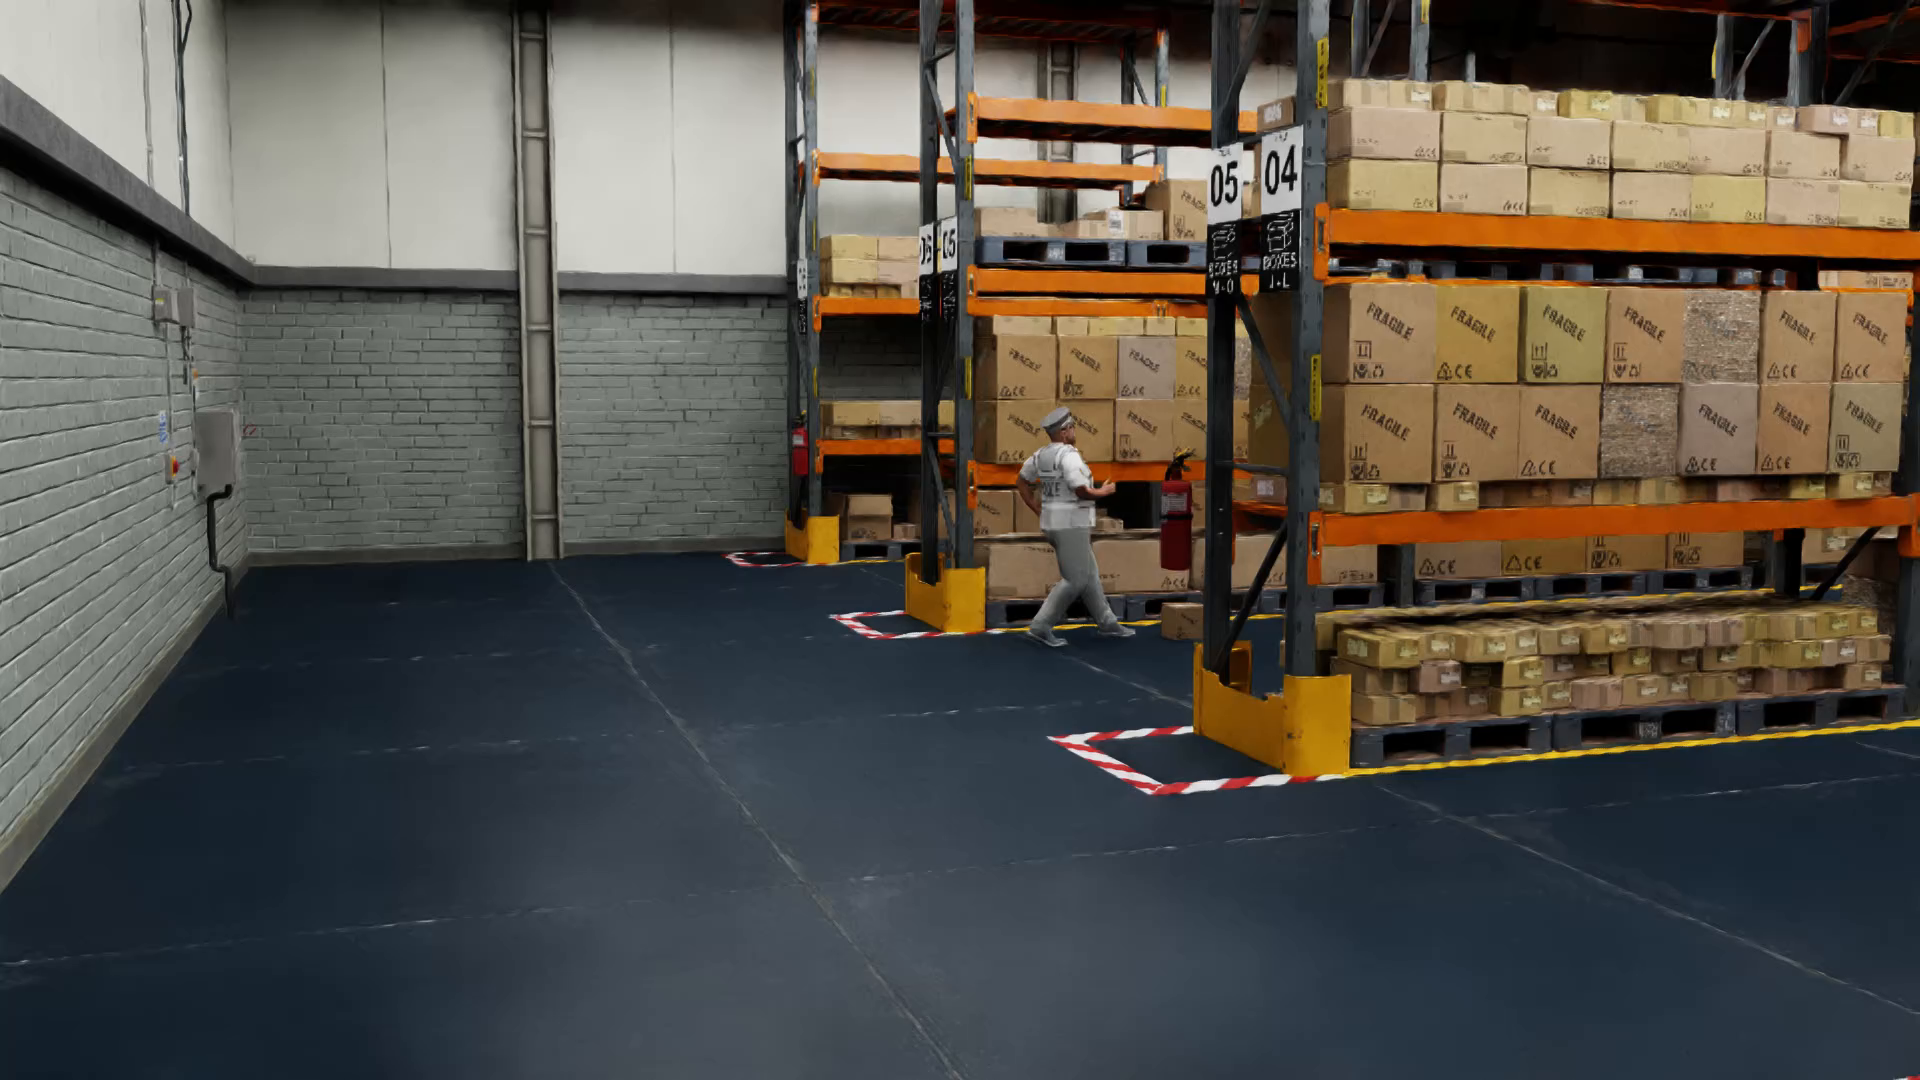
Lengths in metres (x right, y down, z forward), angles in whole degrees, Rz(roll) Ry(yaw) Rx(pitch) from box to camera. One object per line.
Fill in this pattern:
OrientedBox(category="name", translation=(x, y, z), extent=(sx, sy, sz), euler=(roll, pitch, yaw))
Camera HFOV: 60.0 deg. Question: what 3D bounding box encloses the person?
OrientedBox(category="person", translation=(0.918, -0.106, 12.205), extent=(0.922, 1.757, 0.611), euler=(-2, 6, -16))
